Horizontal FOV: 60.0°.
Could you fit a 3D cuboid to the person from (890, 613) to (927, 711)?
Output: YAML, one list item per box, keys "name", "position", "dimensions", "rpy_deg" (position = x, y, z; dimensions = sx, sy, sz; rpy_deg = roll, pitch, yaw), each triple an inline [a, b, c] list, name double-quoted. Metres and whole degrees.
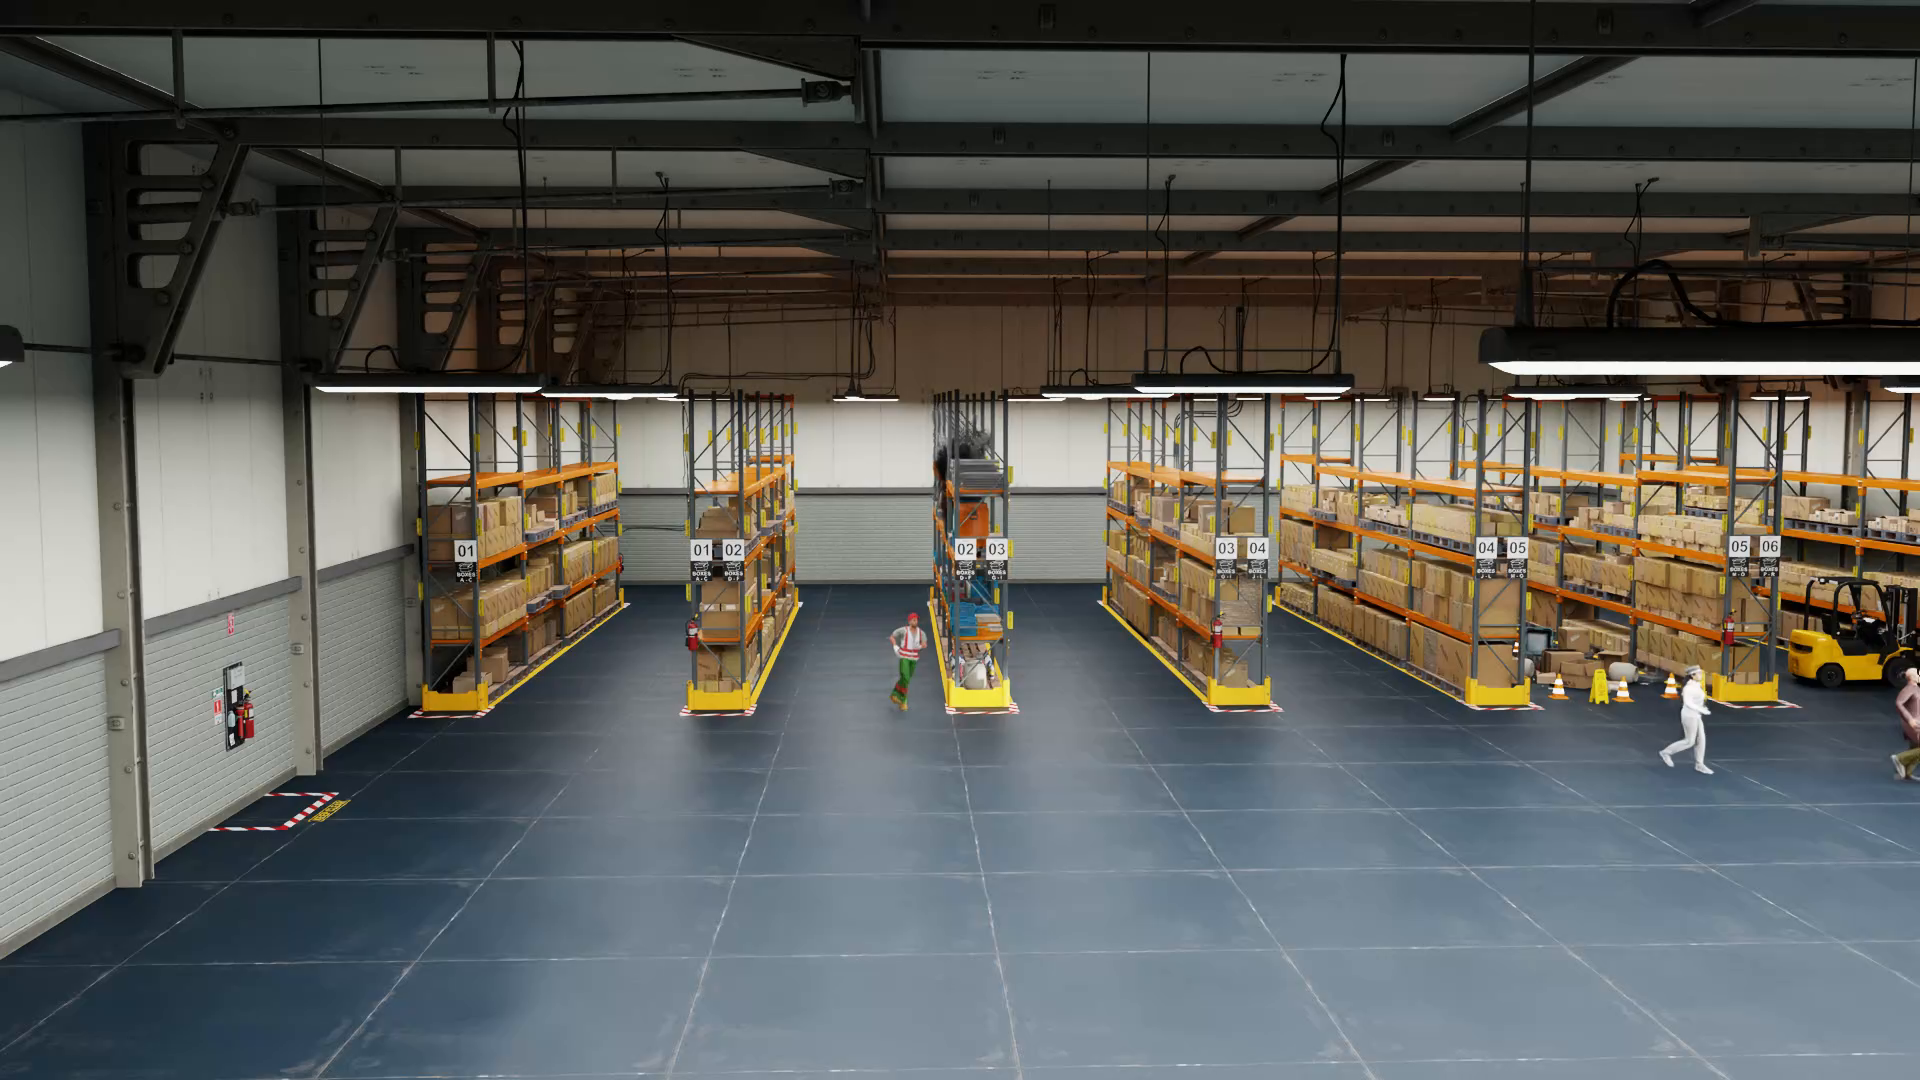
- name: "person"
  position: [-0.976, 2.288, 31.530]
  dimensions: [0.662, 1.841, 0.754]
  rpy_deg: [-3, 5, -31]

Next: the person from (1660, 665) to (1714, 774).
- name: "person"
  position: [11.368, 2.779, 25.937]
  dimensions: [0.784, 1.693, 0.640]
  rpy_deg: [3, 6, 33]

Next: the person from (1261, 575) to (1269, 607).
- name: "person"
  position: [8.008, 1.272, 44.773]
  dimensions: [0.608, 1.651, 0.655]
  rpy_deg: [0, 5, 1]

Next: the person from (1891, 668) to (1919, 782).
- name: "person"
  position: [14.462, 2.810, 25.129]
  dimensions: [0.623, 1.725, 0.701]
  rpy_deg: [3, 6, 33]
